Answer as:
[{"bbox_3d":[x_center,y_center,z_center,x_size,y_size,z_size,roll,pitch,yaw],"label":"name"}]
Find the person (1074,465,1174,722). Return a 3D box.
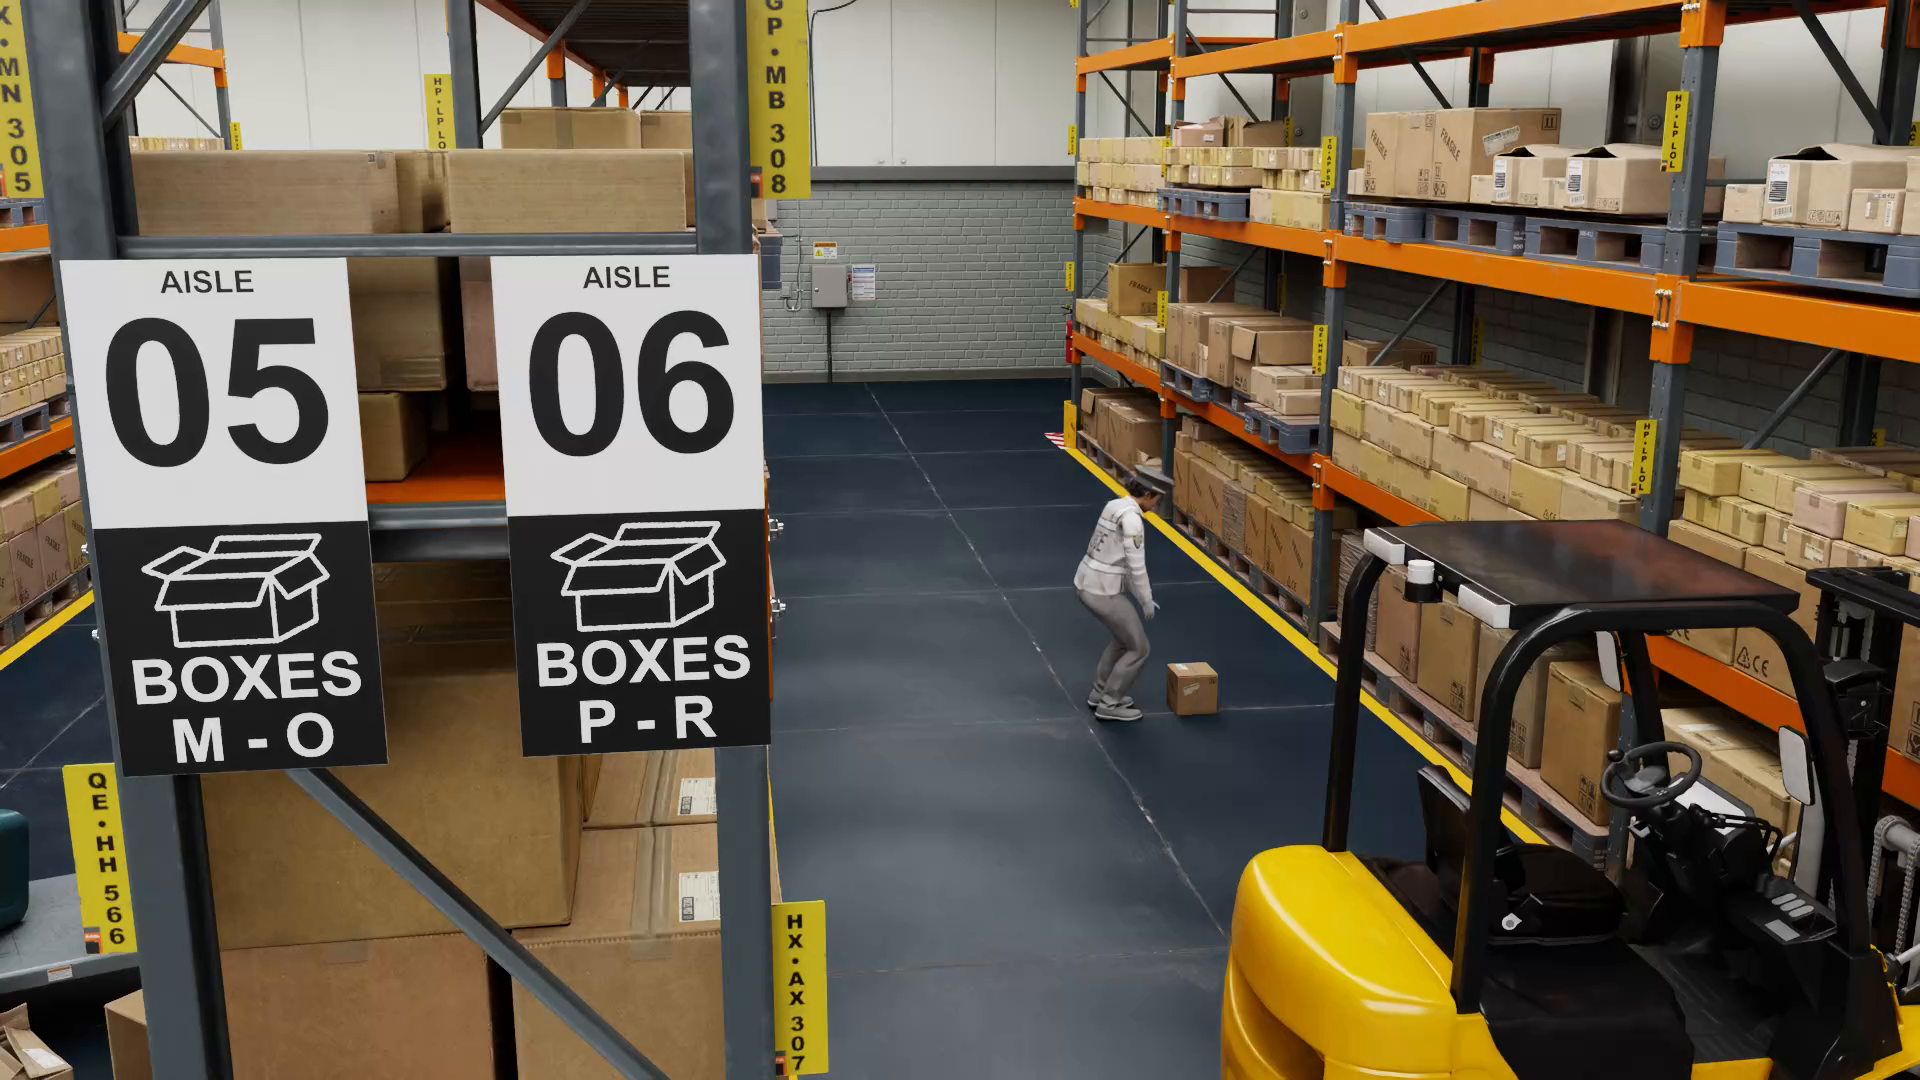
[{"bbox_3d":[0.979,0.309,10.015,0.591,1.522,0.527,-2,13,-8],"label":"person"}]
